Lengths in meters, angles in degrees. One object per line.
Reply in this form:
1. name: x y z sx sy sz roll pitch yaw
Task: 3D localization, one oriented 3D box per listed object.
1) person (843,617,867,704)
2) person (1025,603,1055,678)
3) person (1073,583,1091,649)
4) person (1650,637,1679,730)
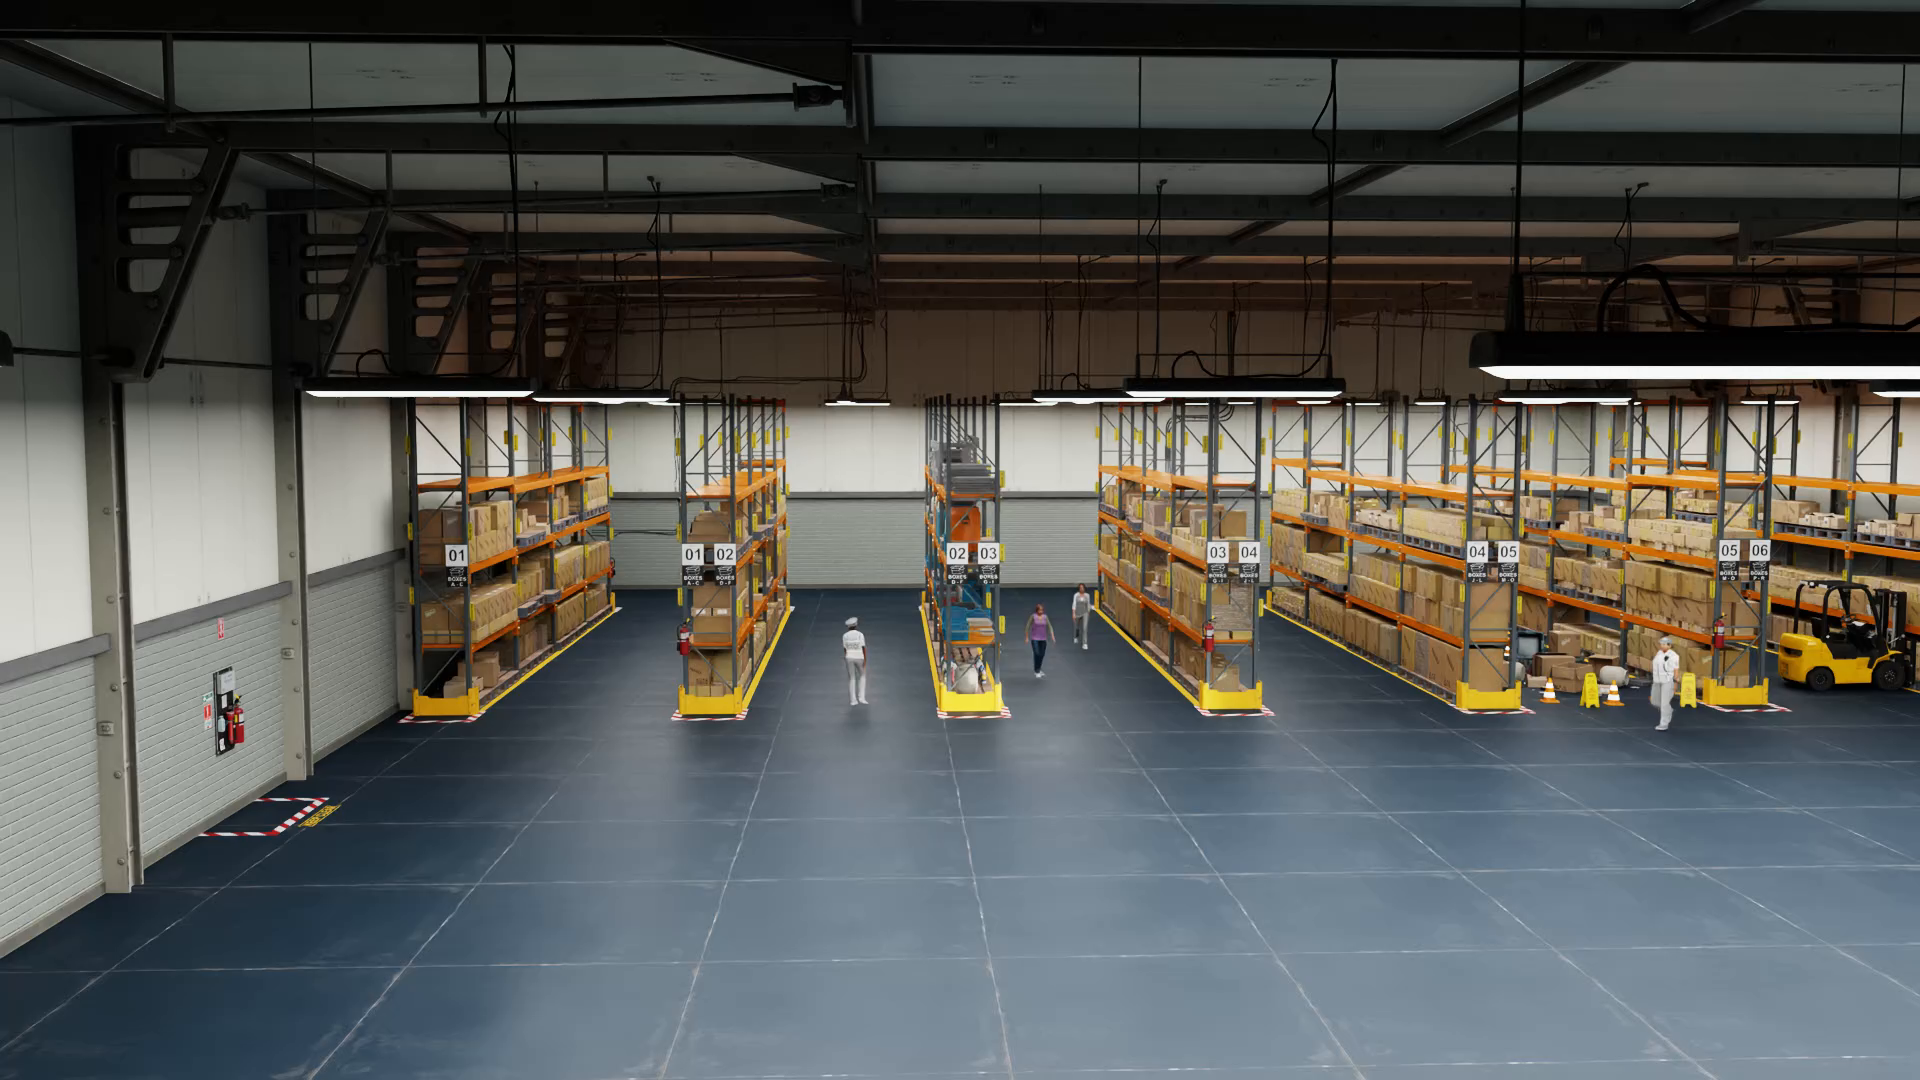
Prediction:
1. person: -2.037 2.358 32.234 0.468 1.728 0.646 0 5 3
2. person: 1.697 2.162 35.518 0.556 1.632 0.574 -1 5 -15
3. person: 2.903 1.792 39.751 0.450 1.537 0.992 0 5 -2
4. person: 12.640 2.539 29.705 0.725 1.637 0.483 -3 5 -34
